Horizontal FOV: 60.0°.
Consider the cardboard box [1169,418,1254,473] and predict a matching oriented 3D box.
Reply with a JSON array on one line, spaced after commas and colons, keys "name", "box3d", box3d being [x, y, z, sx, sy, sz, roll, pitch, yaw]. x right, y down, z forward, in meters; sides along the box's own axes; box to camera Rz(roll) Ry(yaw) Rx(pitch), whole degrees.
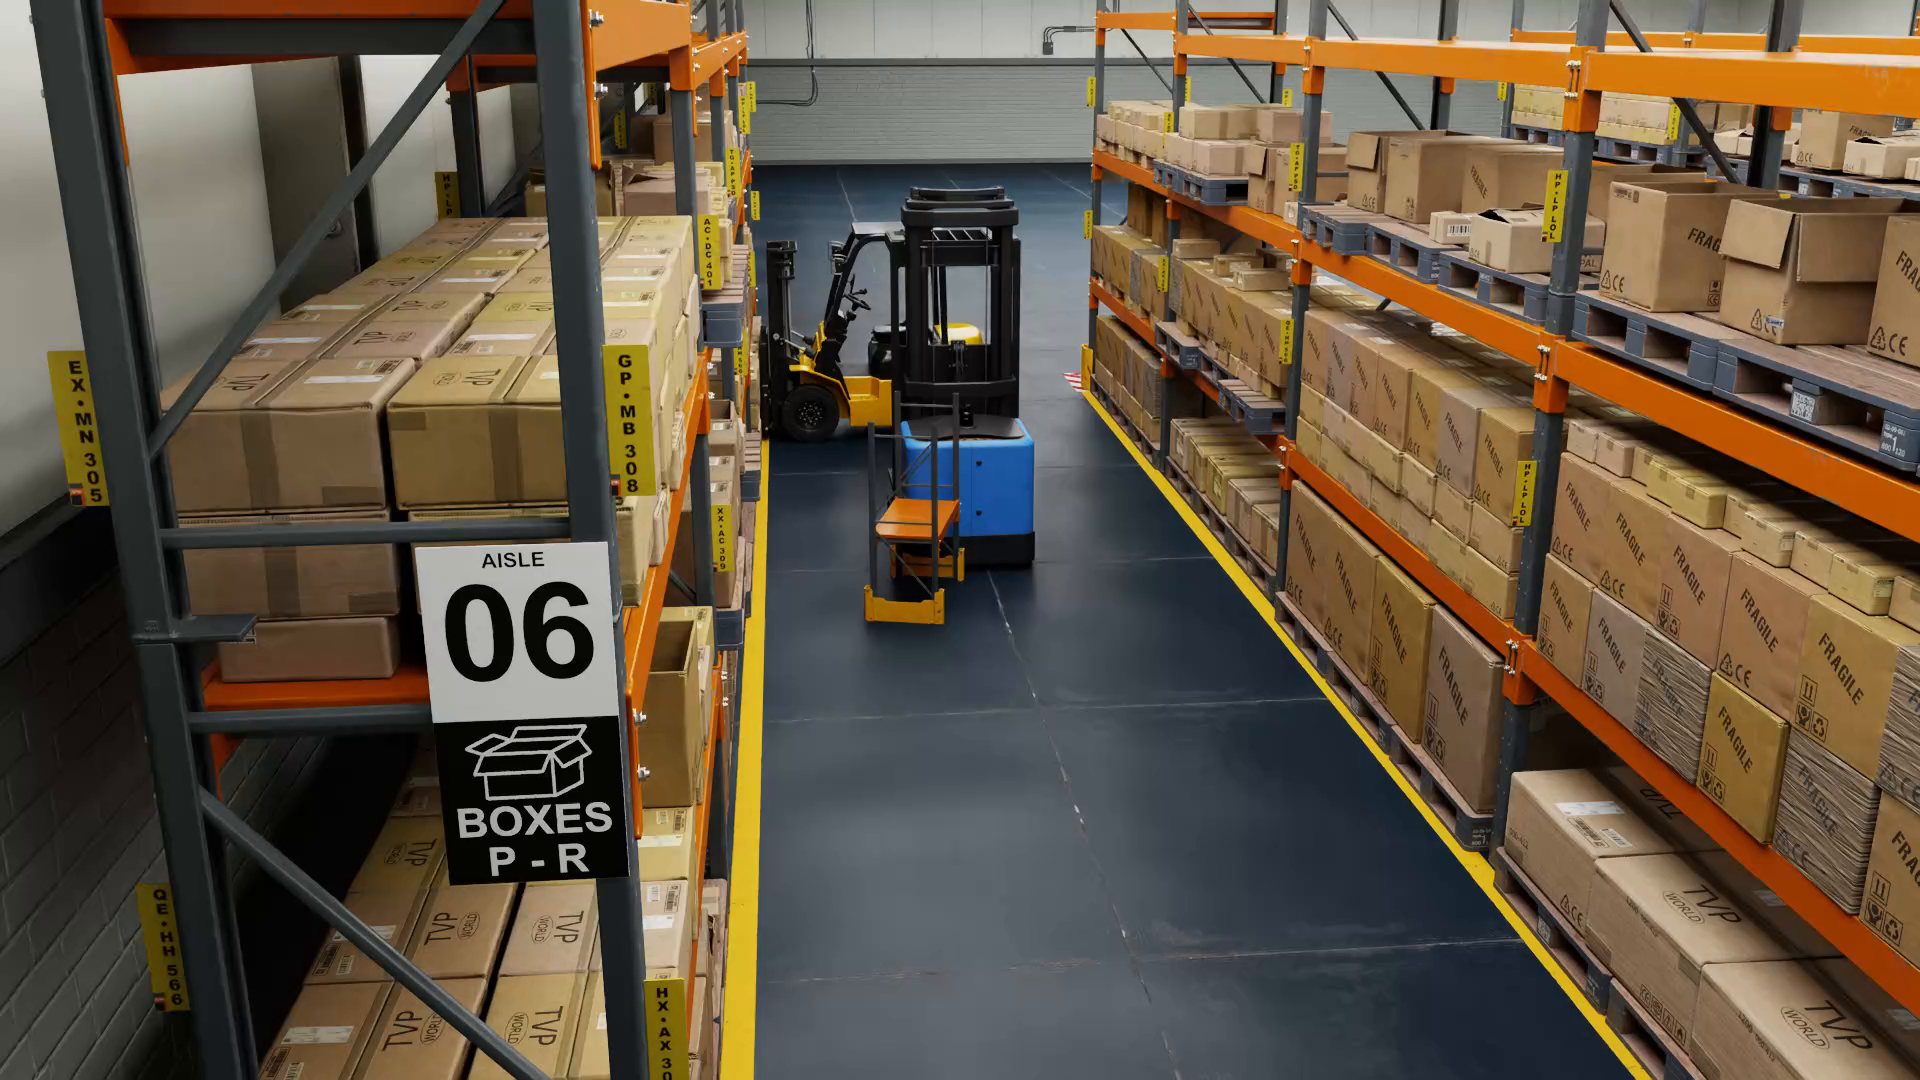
[{"name": "cardboard box", "box3d": [2.518, -0.905, 15.737, 0.950, 0.372, 0.625, -2, 17, -5]}]

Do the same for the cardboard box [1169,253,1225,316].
[{"name": "cardboard box", "box3d": [2.225, -2.356, 15.308, 0.500, 0.500, 0.500, -1, 17, -4]}]

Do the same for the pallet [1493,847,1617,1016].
[{"name": "pallet", "box3d": [3.287, 1.829, 8.000, 1.003, 0.211, 1.213, -2, 18, -6]}]

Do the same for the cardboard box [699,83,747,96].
[{"name": "cardboard box", "box3d": [-2.600, -4.754, 18.269, 0.500, 0.500, 0.500, -1, 17, -4]}]

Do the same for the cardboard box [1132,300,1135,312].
[{"name": "cardboard box", "box3d": [2.021, -2.460, 17.426, 0.380, 0.149, 0.250, -2, 18, -7]}]

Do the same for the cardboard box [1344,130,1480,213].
[{"name": "cardboard box", "box3d": [3.063, -2.496, 11.237, 0.797, 0.503, 0.637, -3, 18, -9]}]

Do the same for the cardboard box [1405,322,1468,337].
[{"name": "cardboard box", "box3d": [3.249, -1.149, 10.992, 0.500, 0.500, 0.500, -1, 17, -5]}]

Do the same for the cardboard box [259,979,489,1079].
[{"name": "cardboard box", "box3d": [-1.549, 1.416, 4.412, 0.500, 0.250, 0.500, -1, 17, -4]}]

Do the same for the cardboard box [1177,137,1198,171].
[{"name": "cardboard box", "box3d": [2.176, -3.337, 14.339, 0.500, 0.250, 0.500, -2, 18, -6]}]

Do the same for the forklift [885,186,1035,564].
[{"name": "forklift", "box3d": [-0.066, -1.586, 14.336, 1.130, 2.935, 3.031, -2, 18, -6]}]

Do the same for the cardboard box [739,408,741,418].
[{"name": "cardboard box", "box3d": [-1.912, -0.986, 12.561, 0.500, 0.250, 0.500, -2, 18, -7]}]

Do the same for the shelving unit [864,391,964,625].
[{"name": "shelving unit", "box3d": [-0.334, -0.267, 12.522, 0.587, 1.500, 1.083, 3, 18, 8]}]

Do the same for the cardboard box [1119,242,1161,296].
[{"name": "cardboard box", "box3d": [1.993, -2.889, 17.707, 0.500, 0.500, 0.500, -2, 18, -7]}]

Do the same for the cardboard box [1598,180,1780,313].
[{"name": "cardboard box", "box3d": [3.139, -1.276, 7.190, 0.500, 0.500, 0.500, -1, 17, -5]}]

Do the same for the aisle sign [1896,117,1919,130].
[{"name": "aisle sign", "box3d": [11.601, -4.862, 20.314, 0.394, 0.787, 0.004, -2, 18, -6]}]

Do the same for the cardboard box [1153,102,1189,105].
[{"name": "cardboard box", "box3d": [2.366, -4.828, 18.628, 0.380, 0.149, 0.250, -1, 17, -5]}]

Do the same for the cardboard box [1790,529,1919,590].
[{"name": "cardboard box", "box3d": [3.269, 0.069, 6.031, 0.380, 0.149, 0.250, -1, 17, -4]}]

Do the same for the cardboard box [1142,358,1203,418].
[{"name": "cardboard box", "box3d": [2.134, -1.528, 16.675, 0.500, 0.500, 0.500, -2, 18, -6]}]

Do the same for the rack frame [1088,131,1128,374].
[{"name": "rack frame", "box3d": [2.049, -3.306, 19.699, 1.000, 3.000, 0.127, -2, 18, -6]}]

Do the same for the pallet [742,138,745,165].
[{"name": "pallet", "box3d": [-2.712, -3.965, 16.937, 1.003, 0.211, 1.213, -2, 18, -6]}]

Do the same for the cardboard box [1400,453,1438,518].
[{"name": "cardboard box", "box3d": [2.881, -0.324, 9.618, 0.500, 0.250, 0.500, -1, 17, -4]}]

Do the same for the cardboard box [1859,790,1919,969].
[{"name": "cardboard box", "box3d": [3.350, 1.128, 5.410, 0.500, 0.500, 0.500, -2, 18, -7]}]

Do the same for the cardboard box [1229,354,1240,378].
[{"name": "cardboard box", "box3d": [2.376, -1.401, 13.352, 0.380, 0.149, 0.250, -1, 17, -5]}]

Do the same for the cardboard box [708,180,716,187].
[{"name": "cardboard box", "box3d": [-1.599, -1.980, 9.556, 0.380, 0.149, 0.250, -2, 18, -5]}]

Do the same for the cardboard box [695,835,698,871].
[{"name": "cardboard box", "box3d": [-1.129, 1.166, 5.875, 0.380, 0.149, 0.250, -1, 17, -4]}]

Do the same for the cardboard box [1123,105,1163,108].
[{"name": "cardboard box", "box3d": [1.962, -4.587, 17.859, 0.380, 0.149, 0.250, -2, 18, -6]}]

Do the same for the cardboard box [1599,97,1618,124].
[{"name": "cardboard box", "box3d": [6.967, -4.485, 17.334, 0.500, 0.250, 0.500, -2, 18, -6]}]

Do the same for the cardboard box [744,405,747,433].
[{"name": "cardboard box", "box3d": [-2.410, -0.872, 15.210, 0.875, 0.625, 0.625, -1, 17, -3]}]

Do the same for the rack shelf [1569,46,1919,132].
[{"name": "rack shelf", "box3d": [3.493, -1.463, 5.683, 1.077, 0.370, 4.000, -2, 18, -6]}]

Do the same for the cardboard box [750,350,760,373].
[{"name": "cardboard box", "box3d": [-2.318, -1.780, 17.058, 0.500, 0.250, 0.500, -1, 17, -4]}]

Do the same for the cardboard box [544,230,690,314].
[{"name": "cardboard box", "box3d": [-1.298, -1.022, 6.337, 0.500, 0.250, 0.500, -2, 18, -7]}]

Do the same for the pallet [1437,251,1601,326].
[{"name": "pallet", "box3d": [3.143, -1.342, 8.756, 0.805, 0.209, 1.217, -2, 18, -8]}]

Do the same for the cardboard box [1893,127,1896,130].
[{"name": "cardboard box", "box3d": [7.774, -3.418, 14.331, 0.500, 0.311, 0.500, -2, 18, -8]}]

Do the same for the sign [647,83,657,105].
[{"name": "sign", "box3d": [-3.440, -5.022, 18.566, 0.100, 0.325, 0.005, -2, 18, -6]}]

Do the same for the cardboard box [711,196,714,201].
[{"name": "cardboard box", "box3d": [-1.464, -1.684, 8.581, 0.380, 0.149, 0.250, -2, 17, -5]}]

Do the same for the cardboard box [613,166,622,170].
[{"name": "cardboard box", "box3d": [-2.303, -2.265, 10.464, 0.380, 0.149, 0.250, -2, 18, -5]}]

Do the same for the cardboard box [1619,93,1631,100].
[{"name": "cardboard box", "box3d": [6.943, -4.561, 16.909, 0.380, 0.149, 0.250, -1, 17, -5]}]

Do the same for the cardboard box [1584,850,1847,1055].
[{"name": "cardboard box", "box3d": [3.338, 1.748, 7.176, 0.875, 0.438, 0.875, -2, 18, -7]}]

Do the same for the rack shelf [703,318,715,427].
[{"name": "rack shelf", "box3d": [-1.856, -1.260, 9.376, 1.077, 0.370, 4.000, -2, 18, -6]}]

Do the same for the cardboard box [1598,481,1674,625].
[{"name": "cardboard box", "box3d": [3.141, 0.045, 7.191, 0.500, 0.500, 0.500, -2, 18, -6]}]

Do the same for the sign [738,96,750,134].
[{"name": "sign", "box3d": [-1.936, -3.807, 14.900, 0.100, 0.325, 0.005, -2, 18, -6]}]

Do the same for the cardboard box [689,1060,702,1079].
[{"name": "cardboard box", "box3d": [-1.256, 2.167, 5.740, 0.700, 0.500, 0.500, -1, 17, -3]}]

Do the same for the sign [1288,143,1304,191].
[{"name": "sign", "box3d": [2.334, -2.584, 11.529, 0.100, 0.325, 0.005, -2, 18, -6]}]

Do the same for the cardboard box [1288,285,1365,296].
[{"name": "cardboard box", "box3d": [2.936, -1.767, 13.432, 0.500, 0.500, 0.500, -1, 17, -5]}]

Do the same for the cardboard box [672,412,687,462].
[{"name": "cardboard box", "box3d": [-1.131, -0.332, 5.638, 0.380, 0.149, 0.250, -1, 17, -5]}]

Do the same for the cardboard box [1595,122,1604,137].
[{"name": "cardboard box", "box3d": [6.886, -4.335, 17.520, 0.380, 0.149, 0.250, -2, 18, -6]}]

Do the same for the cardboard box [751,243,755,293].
[{"name": "cardboard box", "box3d": [-2.576, -3.061, 18.751, 0.500, 0.500, 0.500, -2, 18, -7]}]

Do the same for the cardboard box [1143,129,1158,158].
[{"name": "cardboard box", "box3d": [2.095, -3.889, 16.304, 0.500, 0.250, 0.500, -2, 18, -7]}]

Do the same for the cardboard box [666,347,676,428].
[{"name": "cardboard box", "box3d": [-1.201, -0.484, 5.456, 0.500, 0.250, 0.500, -2, 18, -7]}]

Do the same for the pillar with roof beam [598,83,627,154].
[{"name": "pillar with roof beam", "box3d": [0.570, -5.911, 17.983, 9.100, 9.000, 0.400, -2, 18, -6]}]

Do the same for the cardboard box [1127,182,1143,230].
[{"name": "cardboard box", "box3d": [2.319, -3.827, 19.027, 0.700, 0.500, 0.500, -2, 18, -7]}]

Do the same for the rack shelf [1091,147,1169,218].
[{"name": "rack shelf", "box3d": [2.255, -3.798, 17.460, 1.077, 0.370, 4.000, -2, 18, -6]}]

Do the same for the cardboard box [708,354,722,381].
[{"name": "cardboard box", "box3d": [-1.803, -1.229, 11.835, 0.380, 0.149, 0.250, -1, 17, -4]}]

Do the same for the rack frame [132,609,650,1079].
[{"name": "rack frame", "box3d": [-1.237, 1.616, 4.023, 1.000, 3.000, 0.127, -2, 18, -6]}]

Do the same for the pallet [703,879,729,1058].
[{"name": "pallet", "box3d": [-1.580, 1.959, 7.585, 1.003, 0.211, 1.213, -2, 18, -6]}]
